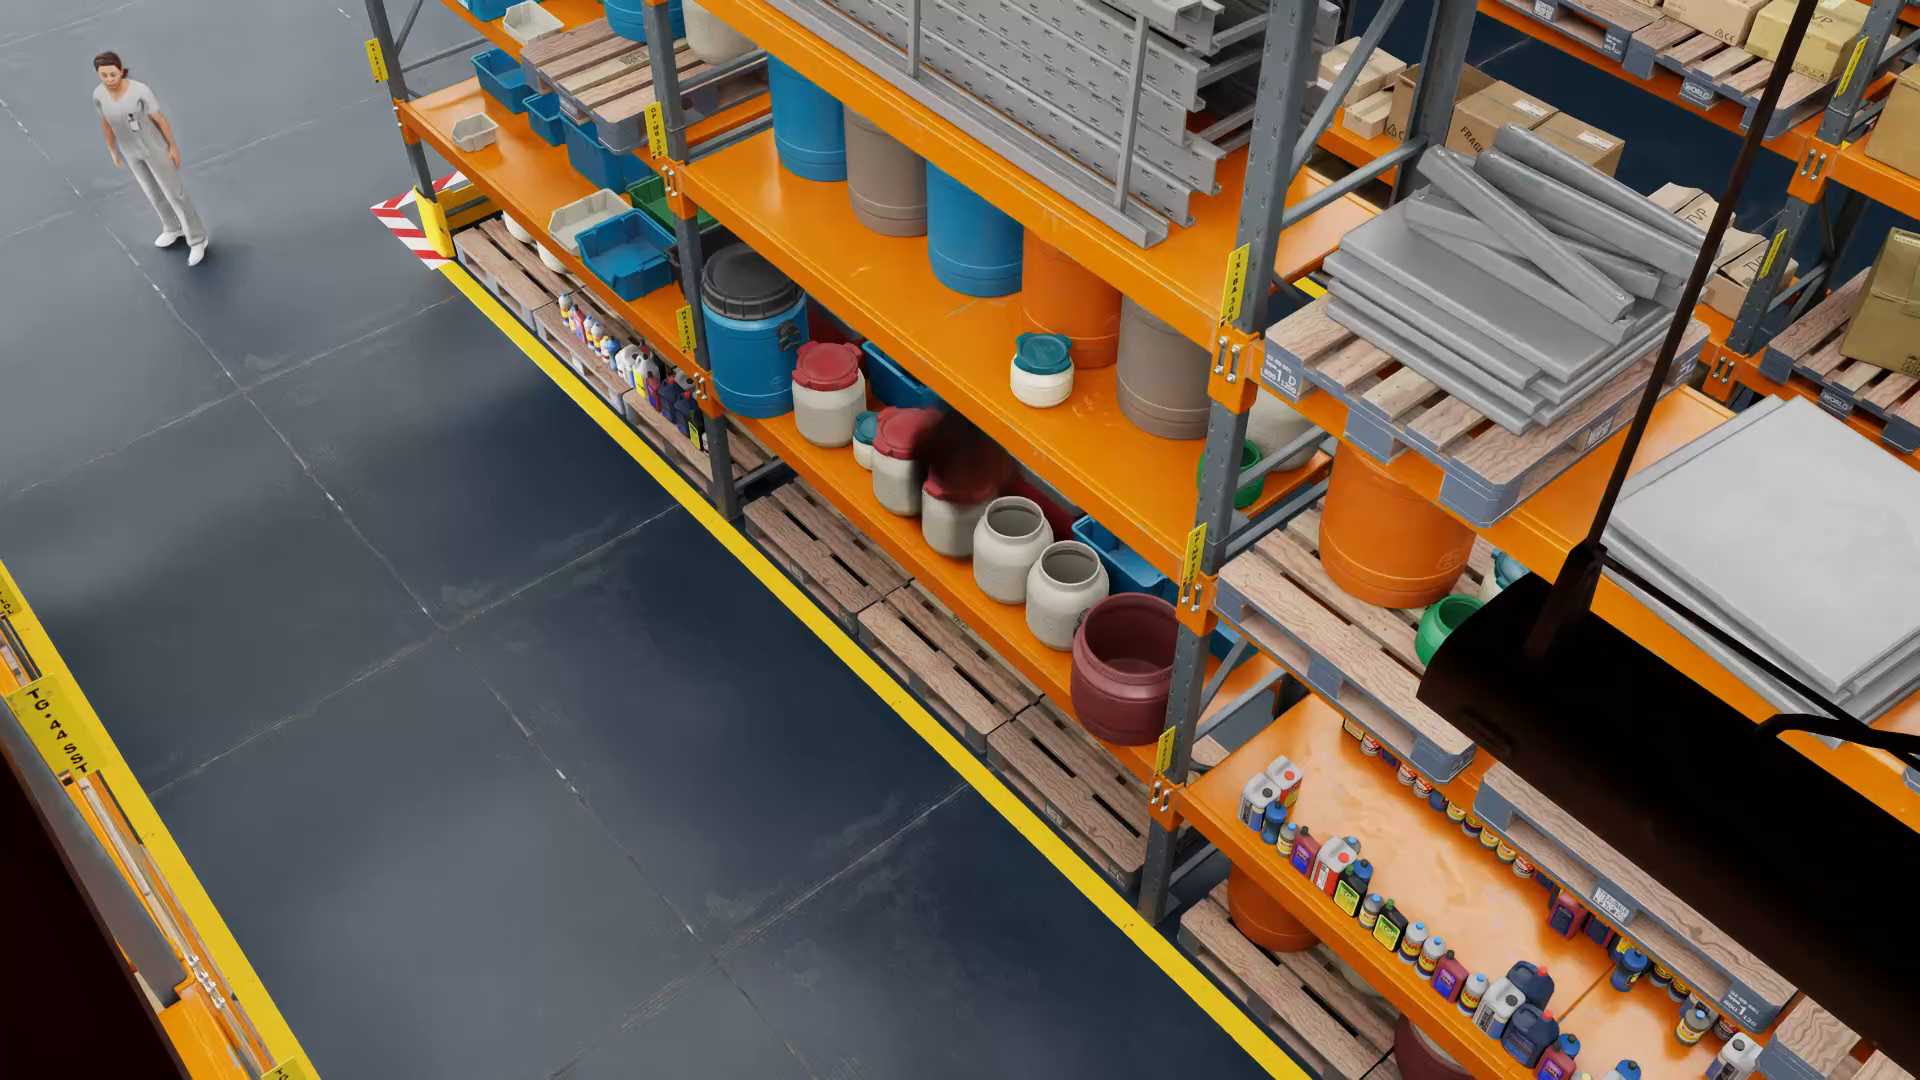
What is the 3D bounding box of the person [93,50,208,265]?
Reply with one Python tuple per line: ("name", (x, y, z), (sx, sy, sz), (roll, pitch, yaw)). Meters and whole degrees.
("person", (-6.200, -2.906, 12.609), (0.511, 1.692, 0.452), (5, 47, 4))
